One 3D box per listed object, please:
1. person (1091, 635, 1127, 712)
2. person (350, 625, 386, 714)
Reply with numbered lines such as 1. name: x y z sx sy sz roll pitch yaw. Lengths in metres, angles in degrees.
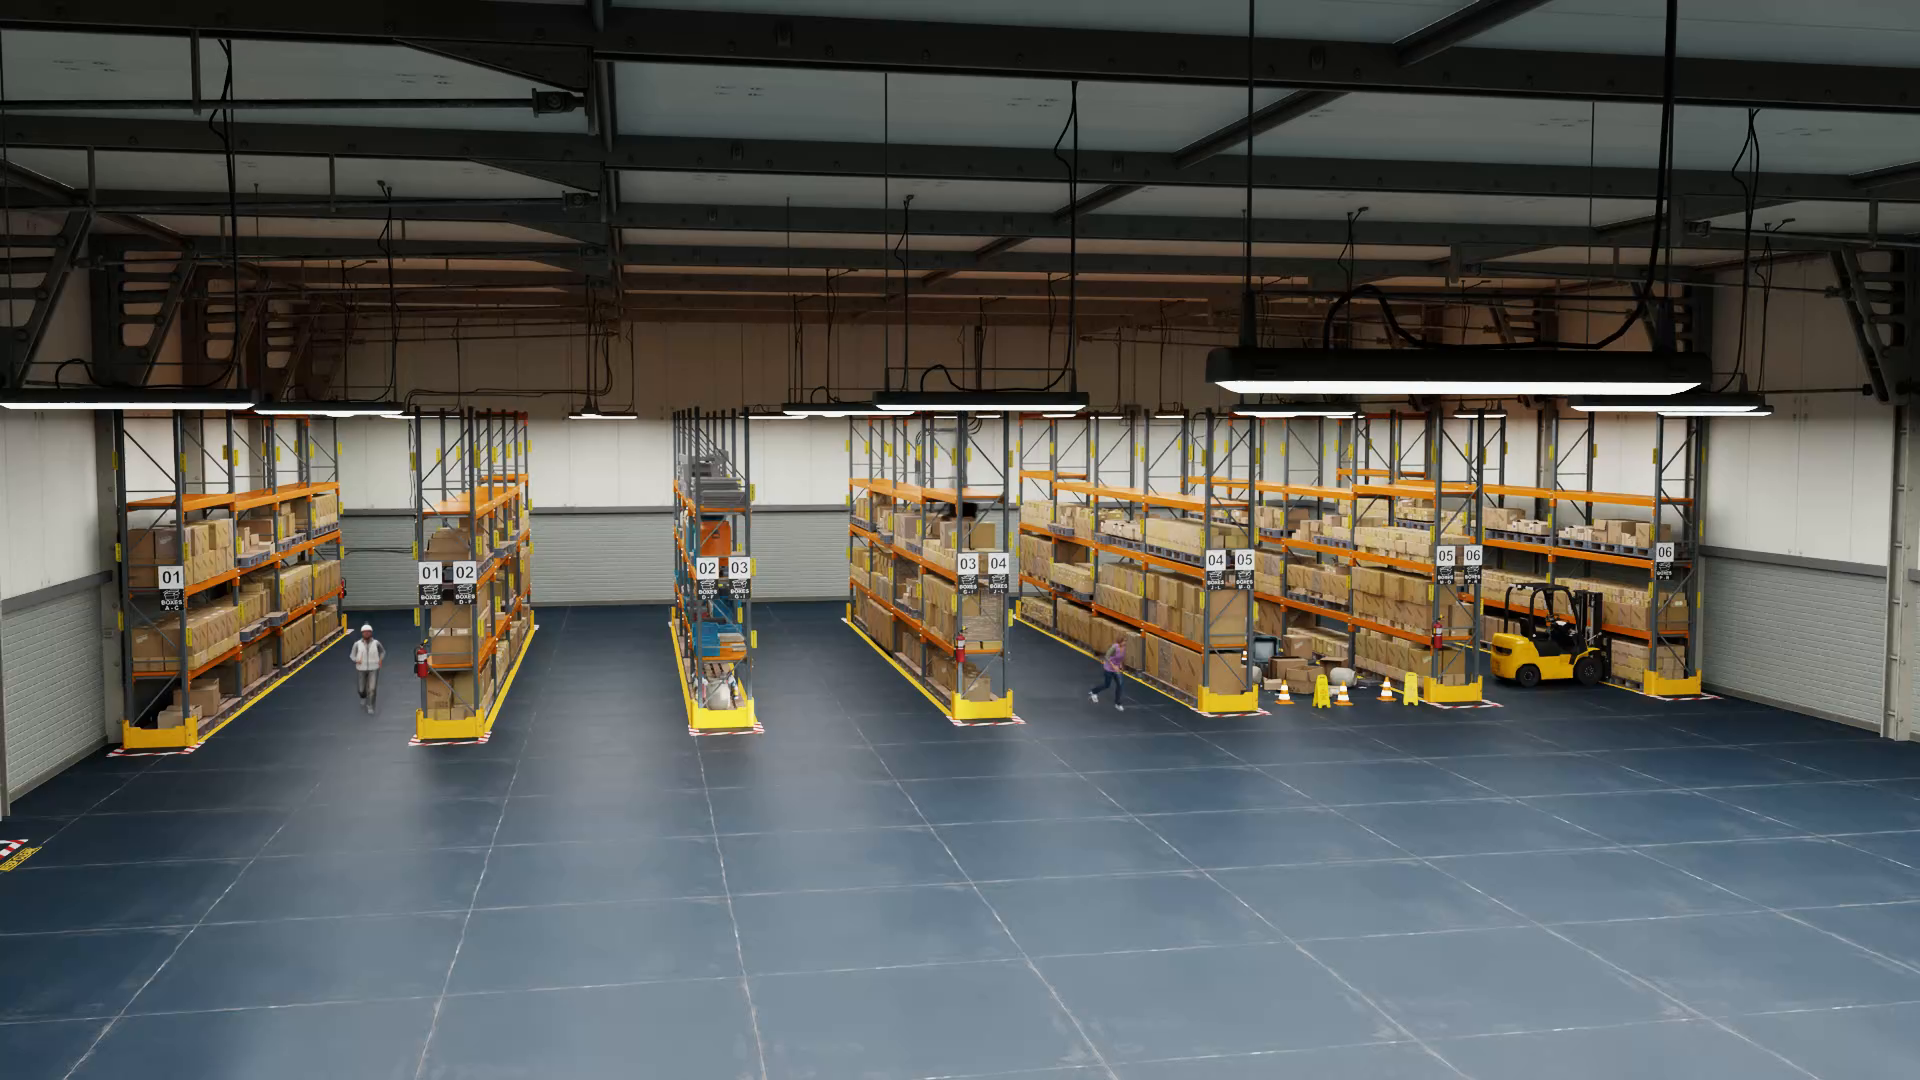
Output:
1. person: 2.969 2.622 33.172 0.912 1.547 0.569 4 6 43
2. person: -11.636 2.533 32.710 0.669 1.733 0.760 -1 4 -18
